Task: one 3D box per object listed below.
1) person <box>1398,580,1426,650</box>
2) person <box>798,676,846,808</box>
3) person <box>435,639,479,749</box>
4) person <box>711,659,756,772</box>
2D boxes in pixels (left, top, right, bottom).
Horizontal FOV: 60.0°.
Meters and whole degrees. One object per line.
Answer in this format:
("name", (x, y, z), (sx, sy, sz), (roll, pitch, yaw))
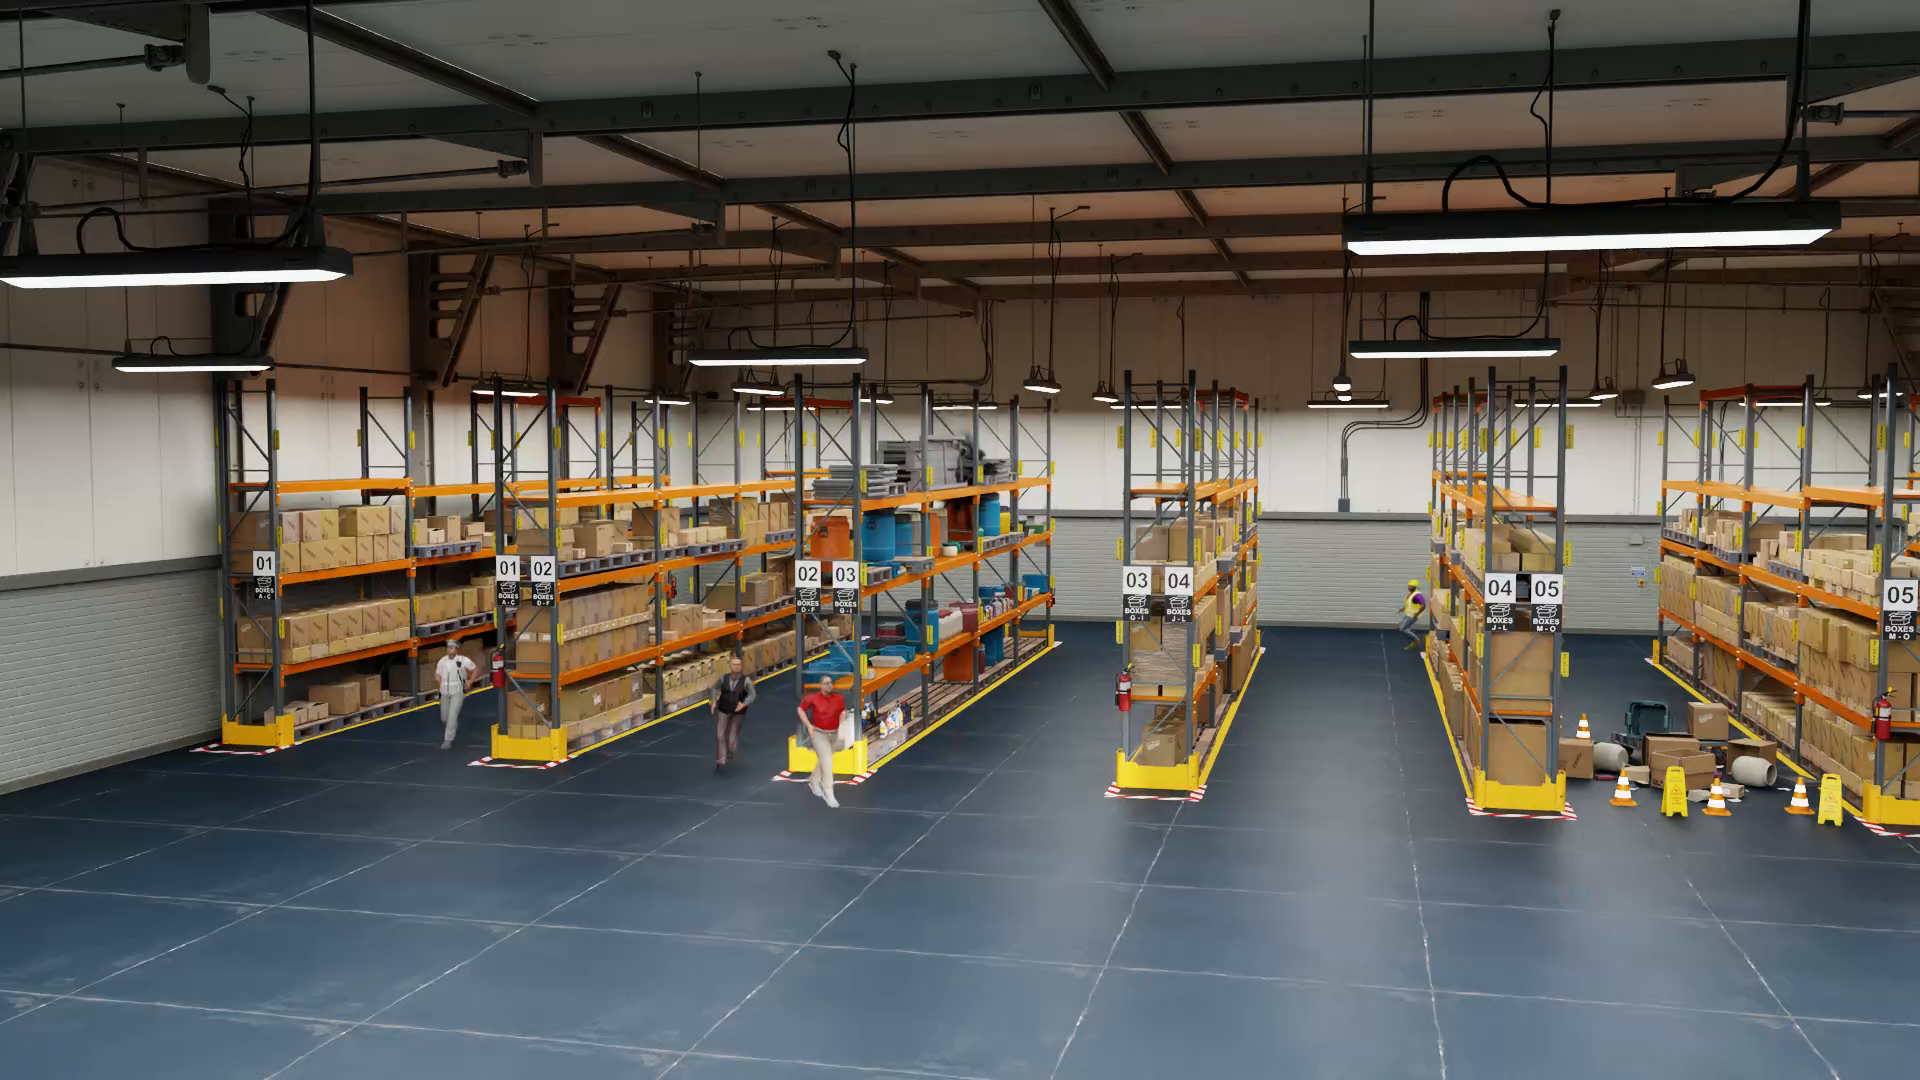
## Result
("person", (10.675, 1.784, 39.451), (0.513, 1.700, 0.763), (0, 3, -3))
("person", (-1.870, 2.743, 23.001), (0.651, 1.764, 0.865), (-3, 4, -39))
("person", (-8.321, 2.492, 27.221), (0.677, 1.735, 0.979), (0, 3, 8))
("person", (-3.463, 2.668, 25.406), (0.709, 1.730, 0.734), (0, 3, 2))
